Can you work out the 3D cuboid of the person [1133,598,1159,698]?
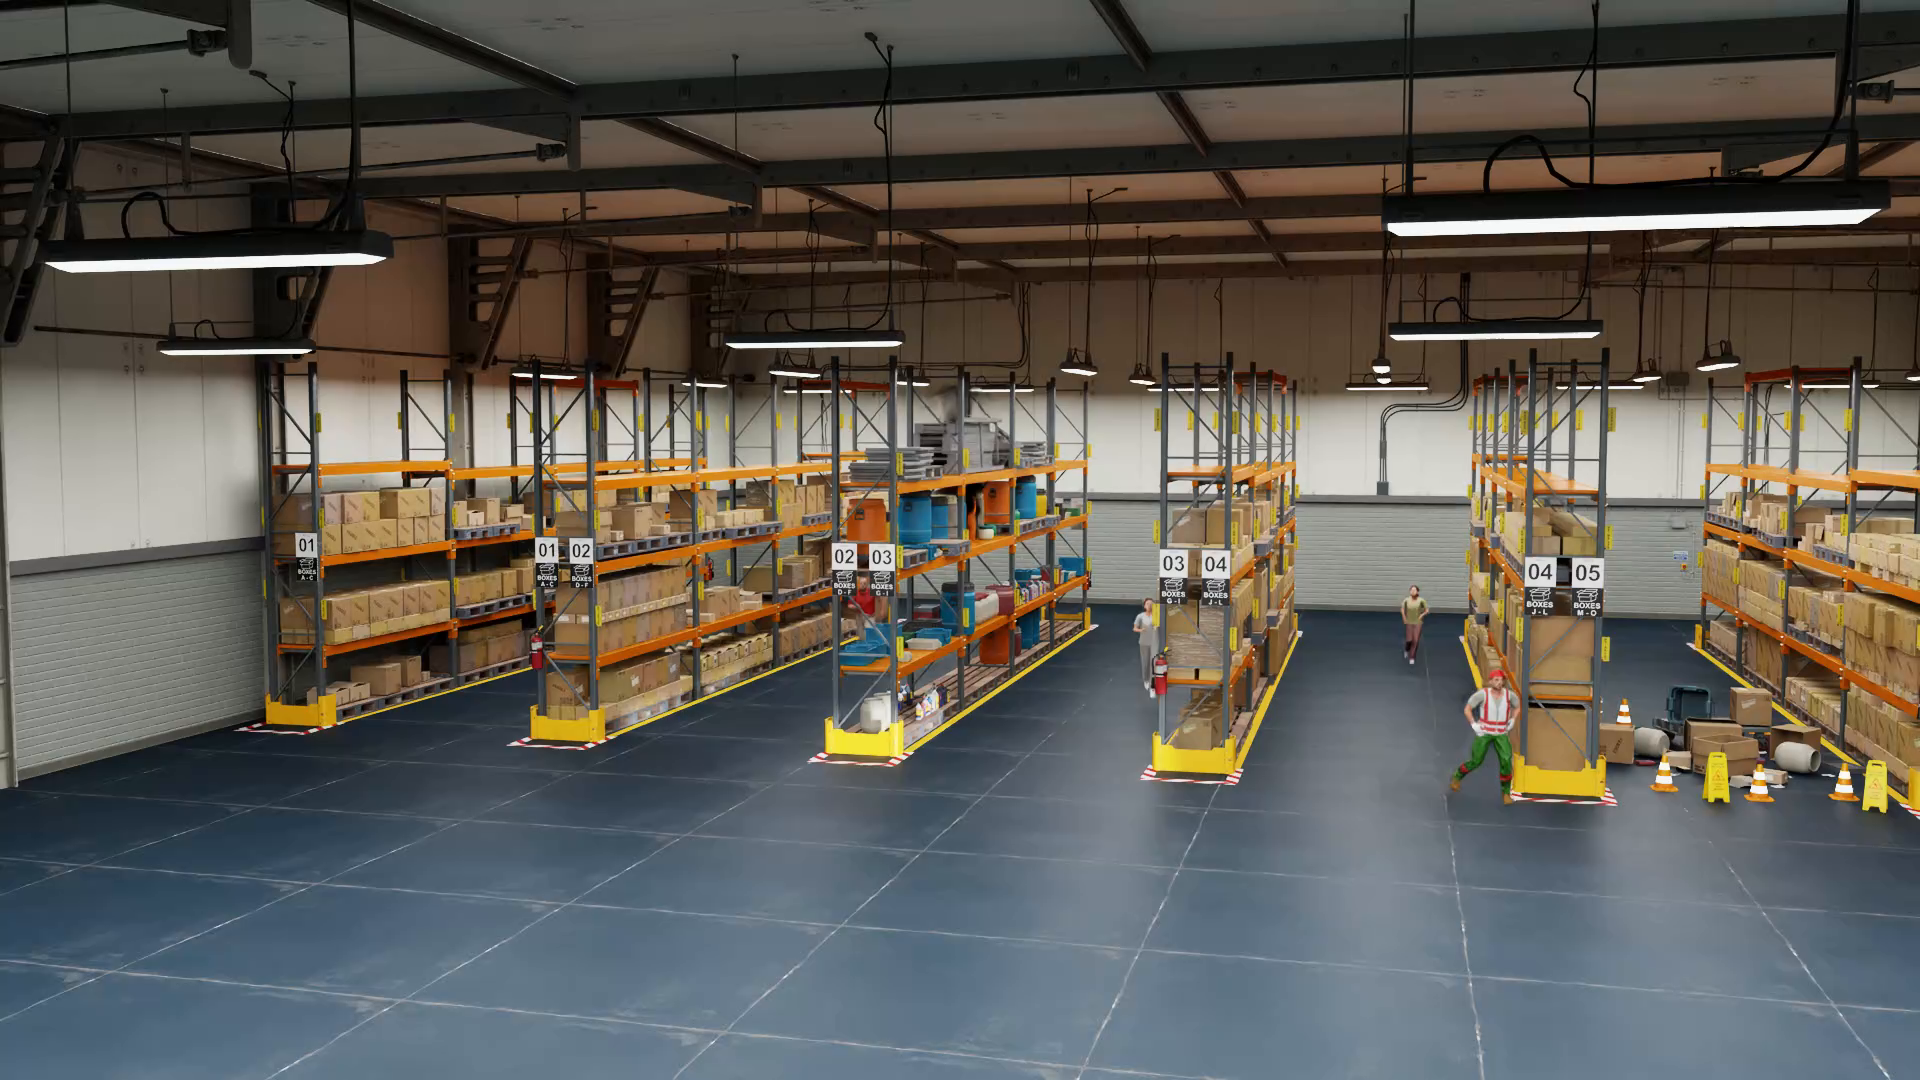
[{"bbox_3d":[3.303,1.848,29.042,0.561,1.688,0.904,0,4,5],"label":"person"}]

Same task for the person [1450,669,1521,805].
[{"bbox_3d":[7.036,2.589,22.119,0.885,1.778,0.732,0,4,-2],"label":"person"}]

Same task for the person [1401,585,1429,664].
[{"bbox_3d":[9.459,1.758,34.607,0.570,1.637,0.565,1,4,18],"label":"person"}]

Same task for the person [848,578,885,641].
[{"bbox_3d":[-1.843,1.615,32.570,0.688,1.757,0.857,1,4,7],"label":"person"}]
